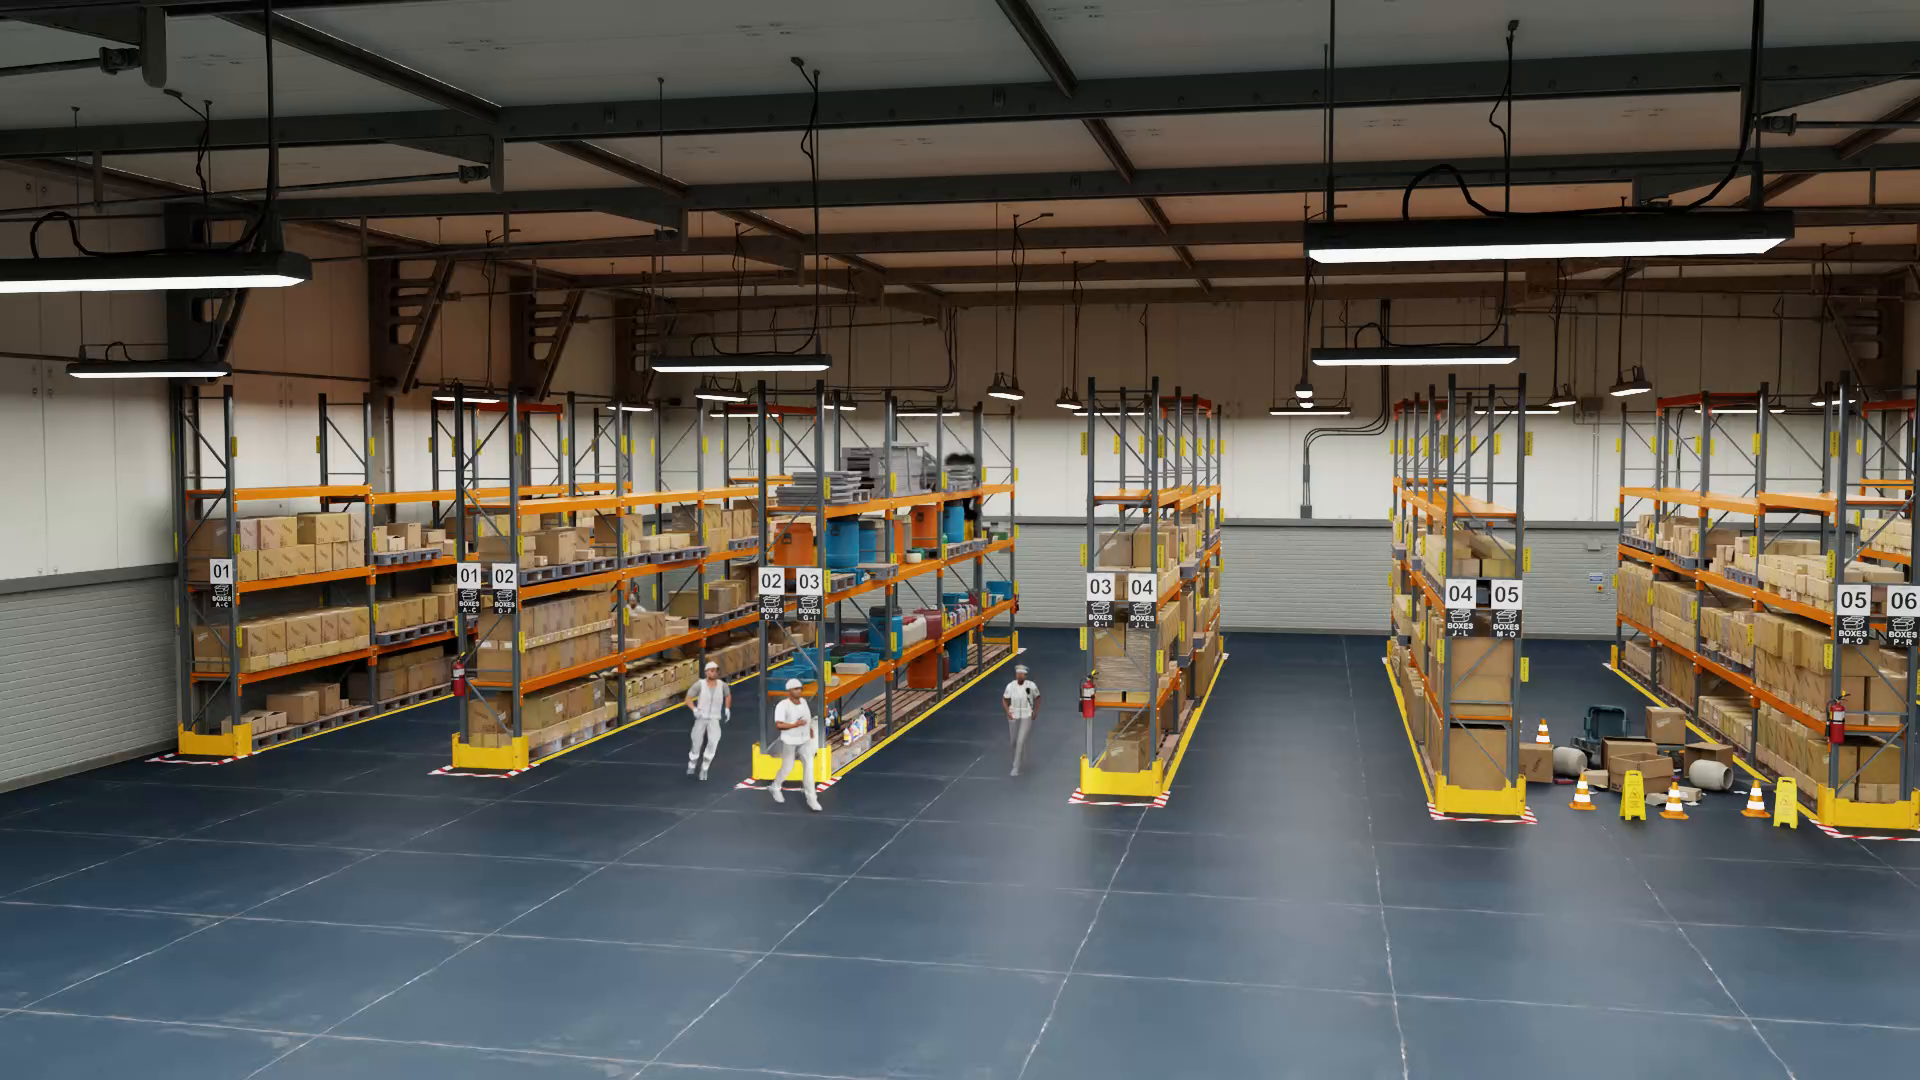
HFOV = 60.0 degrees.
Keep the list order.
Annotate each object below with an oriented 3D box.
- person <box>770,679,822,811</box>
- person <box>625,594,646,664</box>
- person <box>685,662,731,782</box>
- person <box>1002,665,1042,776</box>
[{"bbox_3d":[-2.276,2.804,23.010,0.690,1.779,0.933,-3,4,-42],"label":"person"},{"bbox_3d":[-7.212,2.076,36.775,0.690,1.786,0.847,1,3,10],"label":"person"},{"bbox_3d":[-3.792,2.724,25.113,0.719,1.780,0.678,-1,3,-15],"label":"person"},{"bbox_3d":[0.953,2.745,25.690,0.600,1.683,0.802,1,3,9],"label":"person"}]
